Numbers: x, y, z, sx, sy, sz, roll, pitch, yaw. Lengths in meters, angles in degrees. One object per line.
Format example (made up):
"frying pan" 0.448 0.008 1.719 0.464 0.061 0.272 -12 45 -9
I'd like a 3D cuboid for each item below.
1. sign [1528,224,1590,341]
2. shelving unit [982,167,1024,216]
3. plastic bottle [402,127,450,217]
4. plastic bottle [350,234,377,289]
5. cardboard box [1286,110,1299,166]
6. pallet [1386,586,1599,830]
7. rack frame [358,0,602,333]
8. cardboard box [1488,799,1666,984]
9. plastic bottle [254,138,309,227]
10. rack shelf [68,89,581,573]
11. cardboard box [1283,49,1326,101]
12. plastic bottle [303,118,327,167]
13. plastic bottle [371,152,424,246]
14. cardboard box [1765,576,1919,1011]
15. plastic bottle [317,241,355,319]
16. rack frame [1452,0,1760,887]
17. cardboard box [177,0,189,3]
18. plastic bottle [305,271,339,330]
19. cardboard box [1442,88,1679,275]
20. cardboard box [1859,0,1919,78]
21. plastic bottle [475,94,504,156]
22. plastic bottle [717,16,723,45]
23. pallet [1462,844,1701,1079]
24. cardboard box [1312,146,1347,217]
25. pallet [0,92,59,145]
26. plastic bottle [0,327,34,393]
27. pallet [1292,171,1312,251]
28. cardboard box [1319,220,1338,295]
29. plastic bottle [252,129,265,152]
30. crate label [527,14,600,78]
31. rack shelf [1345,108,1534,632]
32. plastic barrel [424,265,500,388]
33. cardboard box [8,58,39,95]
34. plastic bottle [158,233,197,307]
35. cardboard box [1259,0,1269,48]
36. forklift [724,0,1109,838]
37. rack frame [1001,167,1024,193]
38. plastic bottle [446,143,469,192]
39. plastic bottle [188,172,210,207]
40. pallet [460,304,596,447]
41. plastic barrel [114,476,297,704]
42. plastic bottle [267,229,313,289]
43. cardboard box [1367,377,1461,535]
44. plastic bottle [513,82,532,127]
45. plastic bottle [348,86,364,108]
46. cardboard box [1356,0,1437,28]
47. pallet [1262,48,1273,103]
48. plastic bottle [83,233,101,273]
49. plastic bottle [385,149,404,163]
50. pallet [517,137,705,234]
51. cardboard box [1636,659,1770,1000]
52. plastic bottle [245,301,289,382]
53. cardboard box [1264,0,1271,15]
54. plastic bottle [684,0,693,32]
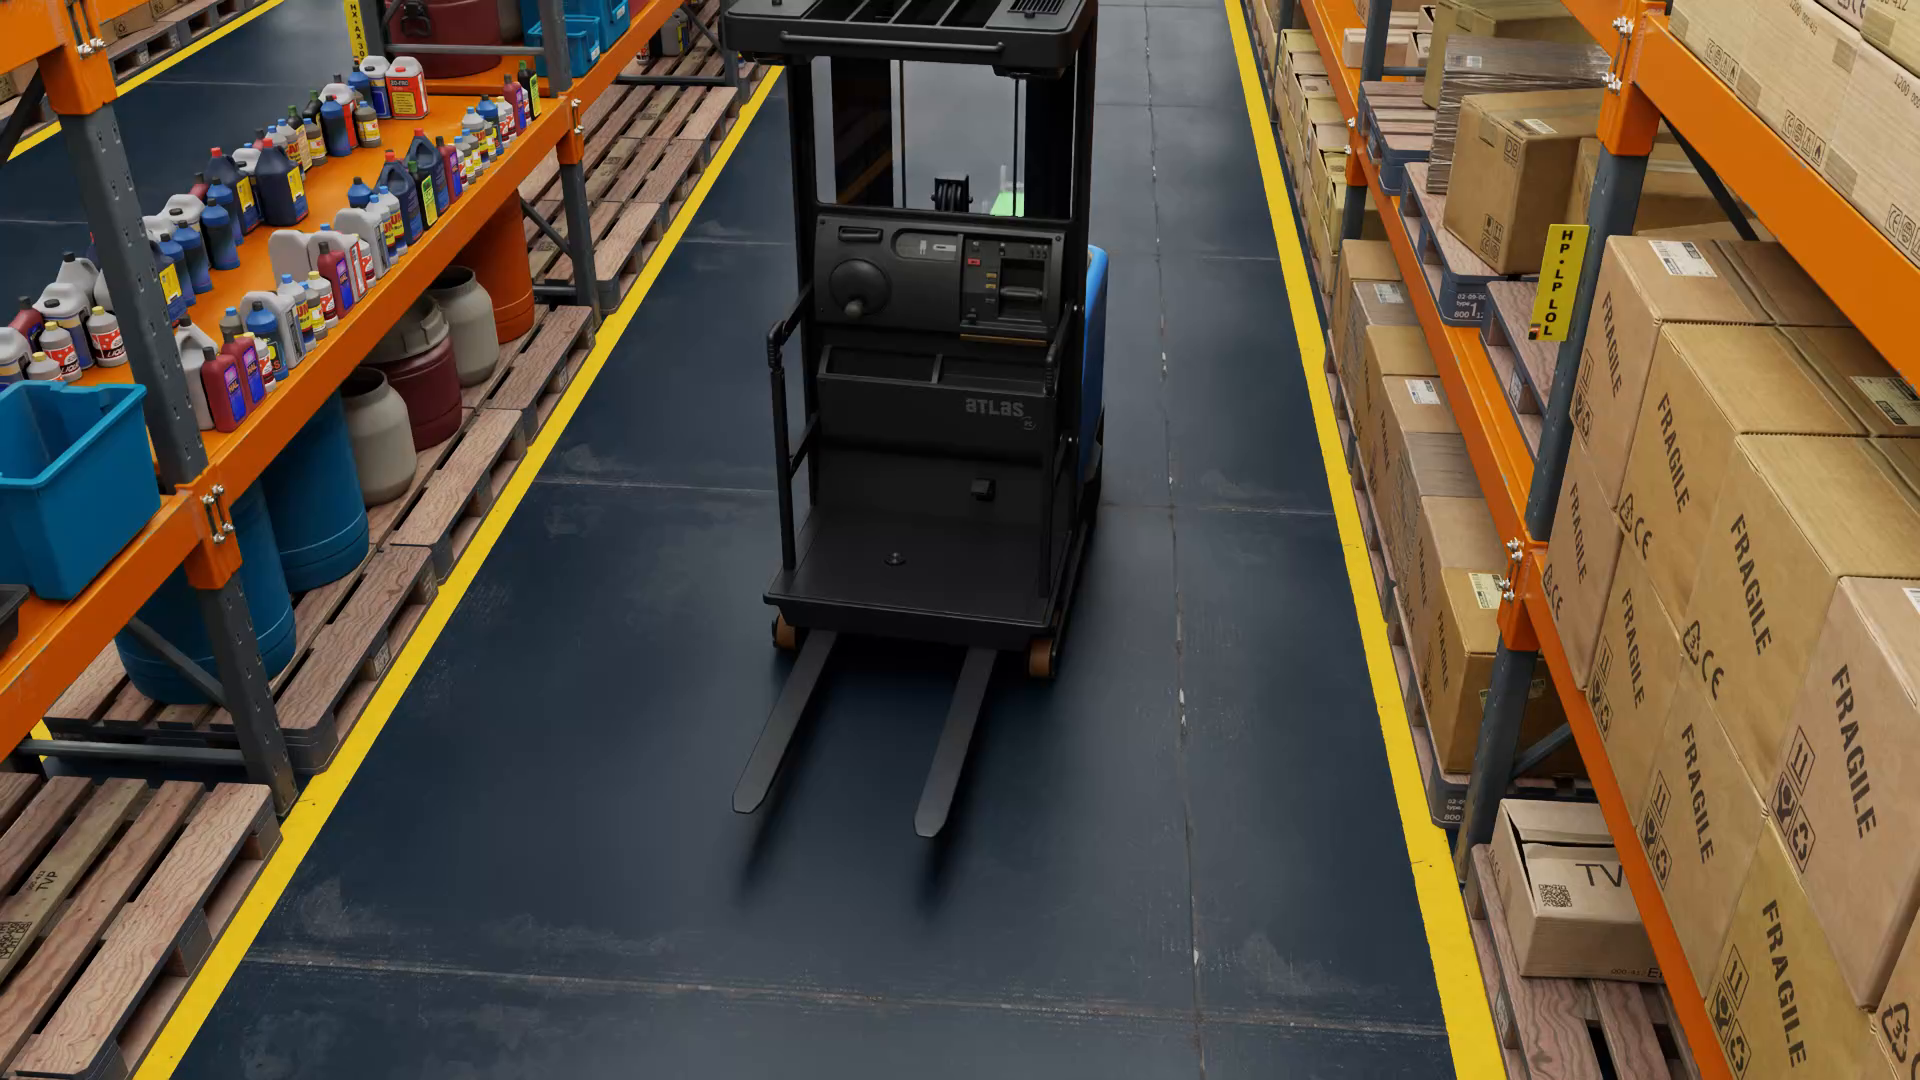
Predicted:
"sign" 1.576 -0.675 4.383 0.100 0.325 0.005 2 32 4
"shelving unit" 0.265 -1.102 7.894 0.258 1.200 0.503 6 32 9
"plastic bottle" -2.237 -1.536 6.930 0.144 0.351 0.185 2 32 4
"plastic bottle" -2.277 -1.059 6.298 0.097 0.201 0.097 0 32 0
"cardboard box" 2.419 -2.613 10.852 0.500 0.250 0.500 2 32 2
"pallet" 2.158 0.600 6.075 1.003 0.211 1.213 2 32 4
"rack frame" -2.481 -2.465 8.392 1.000 3.000 0.127 2 32 4
"cardboard box" 1.880 1.007 4.900 0.500 0.311 0.500 2 32 4
"plastic bottle" -2.806 -1.487 6.851 0.144 0.351 0.185 2 32 4
"rack shelf" -2.644 -1.113 6.883 1.077 0.370 4.000 2 32 4
"cardboard box" 2.453 -3.123 11.145 0.500 0.311 0.500 2 32 3
"plastic bottle" -2.924 -1.797 7.497 0.097 0.201 0.097 0 32 0
"plastic bottle" -2.262 -1.369 6.660 0.144 0.351 0.185 2 32 4
"cardboard box" 1.686 0.415 2.670 0.500 0.500 0.500 3 32 6
"plastic bottle" -2.280 -0.962 6.063 0.061 0.283 0.133 2 32 4
"rack frame" 2.130 -0.160 4.651 1.000 3.000 0.127 2 32 4
"cardboard box" -6.918 -5.008 14.500 0.500 0.500 0.500 5 32 9
"plastic bottle" -2.307 -0.868 5.988 0.097 0.201 0.097 0 32 0
"cardboard box" 2.212 -1.308 6.018 0.700 0.500 0.500 -5 32 -9
"cardboard box" 1.751 -0.820 2.529 0.500 0.250 0.500 2 32 4
"plastic bottle" -2.151 -1.899 7.595 0.097 0.271 0.097 0 32 0
"plastic bottle" -1.820 -4.027 13.031 0.144 0.351 0.185 2 32 4
"pallet" 2.073 1.386 4.800 1.003 0.211 1.213 2 32 4
"cardboard box" 2.288 -2.055 9.412 0.500 0.311 0.500 2 32 3
"pallet" -7.154 -3.174 12.200 1.003 0.211 1.213 2 32 4
"plastic bottle" -3.097 -0.541 5.387 0.152 0.276 0.135 2 32 4
"pallet" 2.663 -2.130 10.505 1.003 0.211 1.213 2 32 4
"cardboard box" 2.255 -1.546 9.120 0.500 0.250 0.500 3 32 5
"plastic bottle" -2.978 -1.601 7.100 0.061 0.283 0.133 2 32 4
"crate label" -2.073 -2.598 8.767 0.303 0.233 0.416 2 32 4
"rack shelf" 2.293 -0.900 6.537 1.077 0.370 4.000 2 32 4
"plastic barrel" -2.461 -1.029 8.032 0.421 0.512 0.421 0 32 0
"cardboard box" -7.164 -3.572 12.150 0.700 0.500 0.500 0 32 0
"plastic bottle" -2.900 -0.998 6.133 0.097 0.271 0.097 0 32 0
"cardboard box" 2.678 -4.127 13.308 0.500 0.250 0.500 2 32 4
"forklift" -0.120 -0.925 5.957 1.130 2.935 3.031 6 32 9
"rack frame" 0.311 -1.227 8.098 0.240 1.200 0.015 6 32 9
"plastic bottle" -2.191 -1.615 7.200 0.097 0.201 0.097 0 32 0
"plastic bottle" -3.023 -1.313 6.633 0.061 0.283 0.133 2 32 4
"pallet" -2.504 -0.864 8.451 1.003 0.211 1.213 2 32 4
"plastic barrel" -2.746 0.057 5.898 0.600 0.901 0.708 2 32 4
"plastic bottle" -2.466 -1.037 6.193 0.152 0.276 0.135 2 32 4
"cardboard box" 2.013 -0.340 6.906 0.500 0.500 0.500 1 32 2
"plastic bottle" -2.117 -2.092 7.974 0.097 0.201 0.097 0 32 0
"plastic bottle" -2.883 -2.058 7.920 0.097 0.201 0.097 0 32 0
"cardboard box" 2.576 -3.173 9.444 0.500 0.500 0.500 1 32 1
"pallet" 2.888 -3.571 12.842 1.003 0.211 1.213 2 32 4
"plastic bottle" -3.043 -0.944 5.970 0.144 0.351 0.185 2 32 4
"plastic bottle" -2.341 -1.498 6.933 0.061 0.283 0.133 2 32 4
"pallet" -2.278 -2.318 10.810 1.003 0.211 1.213 2 32 4
"cardboard box" 1.735 0.581 3.352 0.500 0.500 0.500 2 32 4
"plastic bottle" -2.342 -0.674 5.608 0.097 0.271 0.097 0 32 0
"cardboard box" 2.690 -4.445 13.110 0.500 0.500 0.500 2 32 4
"plastic bottle" -2.225 -4.287 13.517 0.061 0.283 0.133 2 32 4
